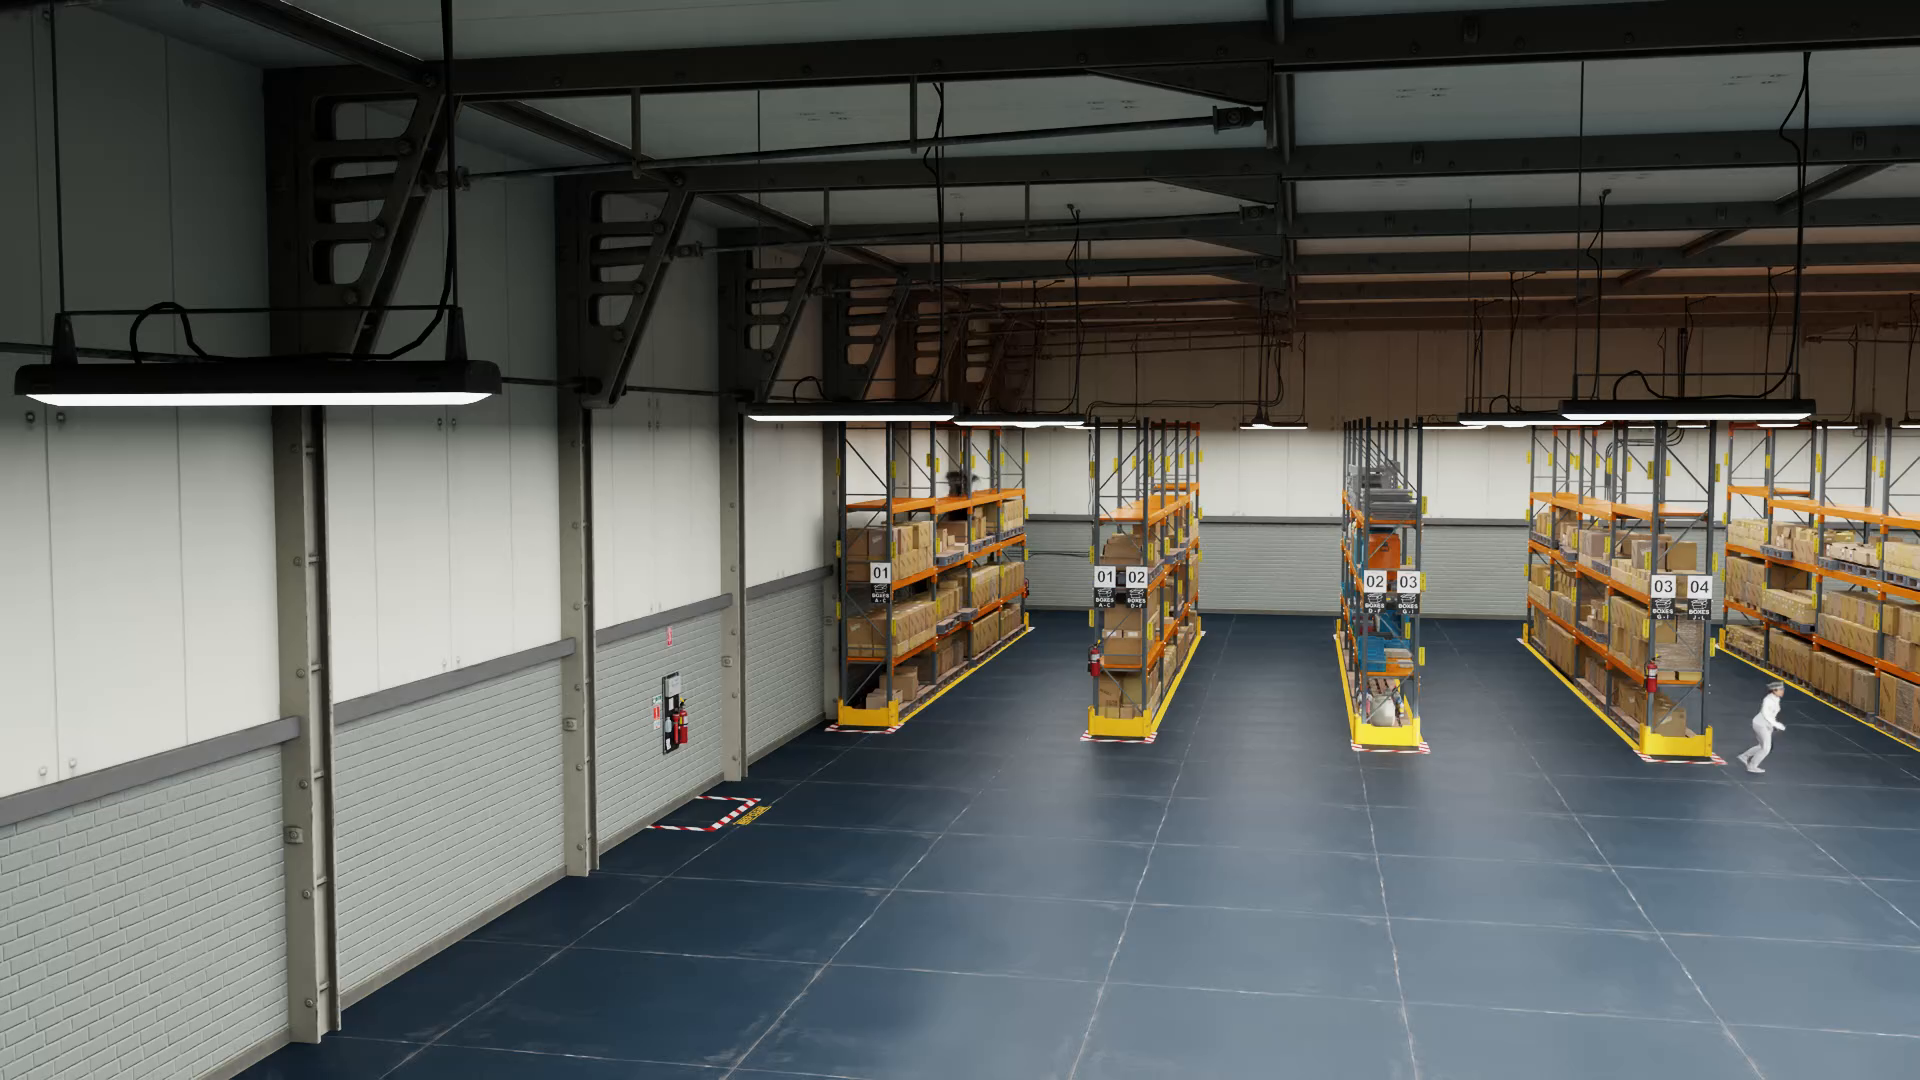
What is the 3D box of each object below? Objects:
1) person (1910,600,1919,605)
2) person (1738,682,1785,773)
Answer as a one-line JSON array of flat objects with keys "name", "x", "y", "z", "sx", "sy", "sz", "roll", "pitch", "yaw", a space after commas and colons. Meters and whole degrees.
[{"name": "person", "x": 26.087, "y": 1.975, "z": 45.156, "sx": 0.778, "sy": 1.673, "sz": 0.491, "roll": 0, "pitch": 4, "yaw": -7}, {"name": "person", "x": 13.458, "y": 3.124, "z": 27.901, "sx": 0.718, "sy": 1.576, "sz": 0.586, "roll": 3, "pitch": 5, "yaw": 35}]
